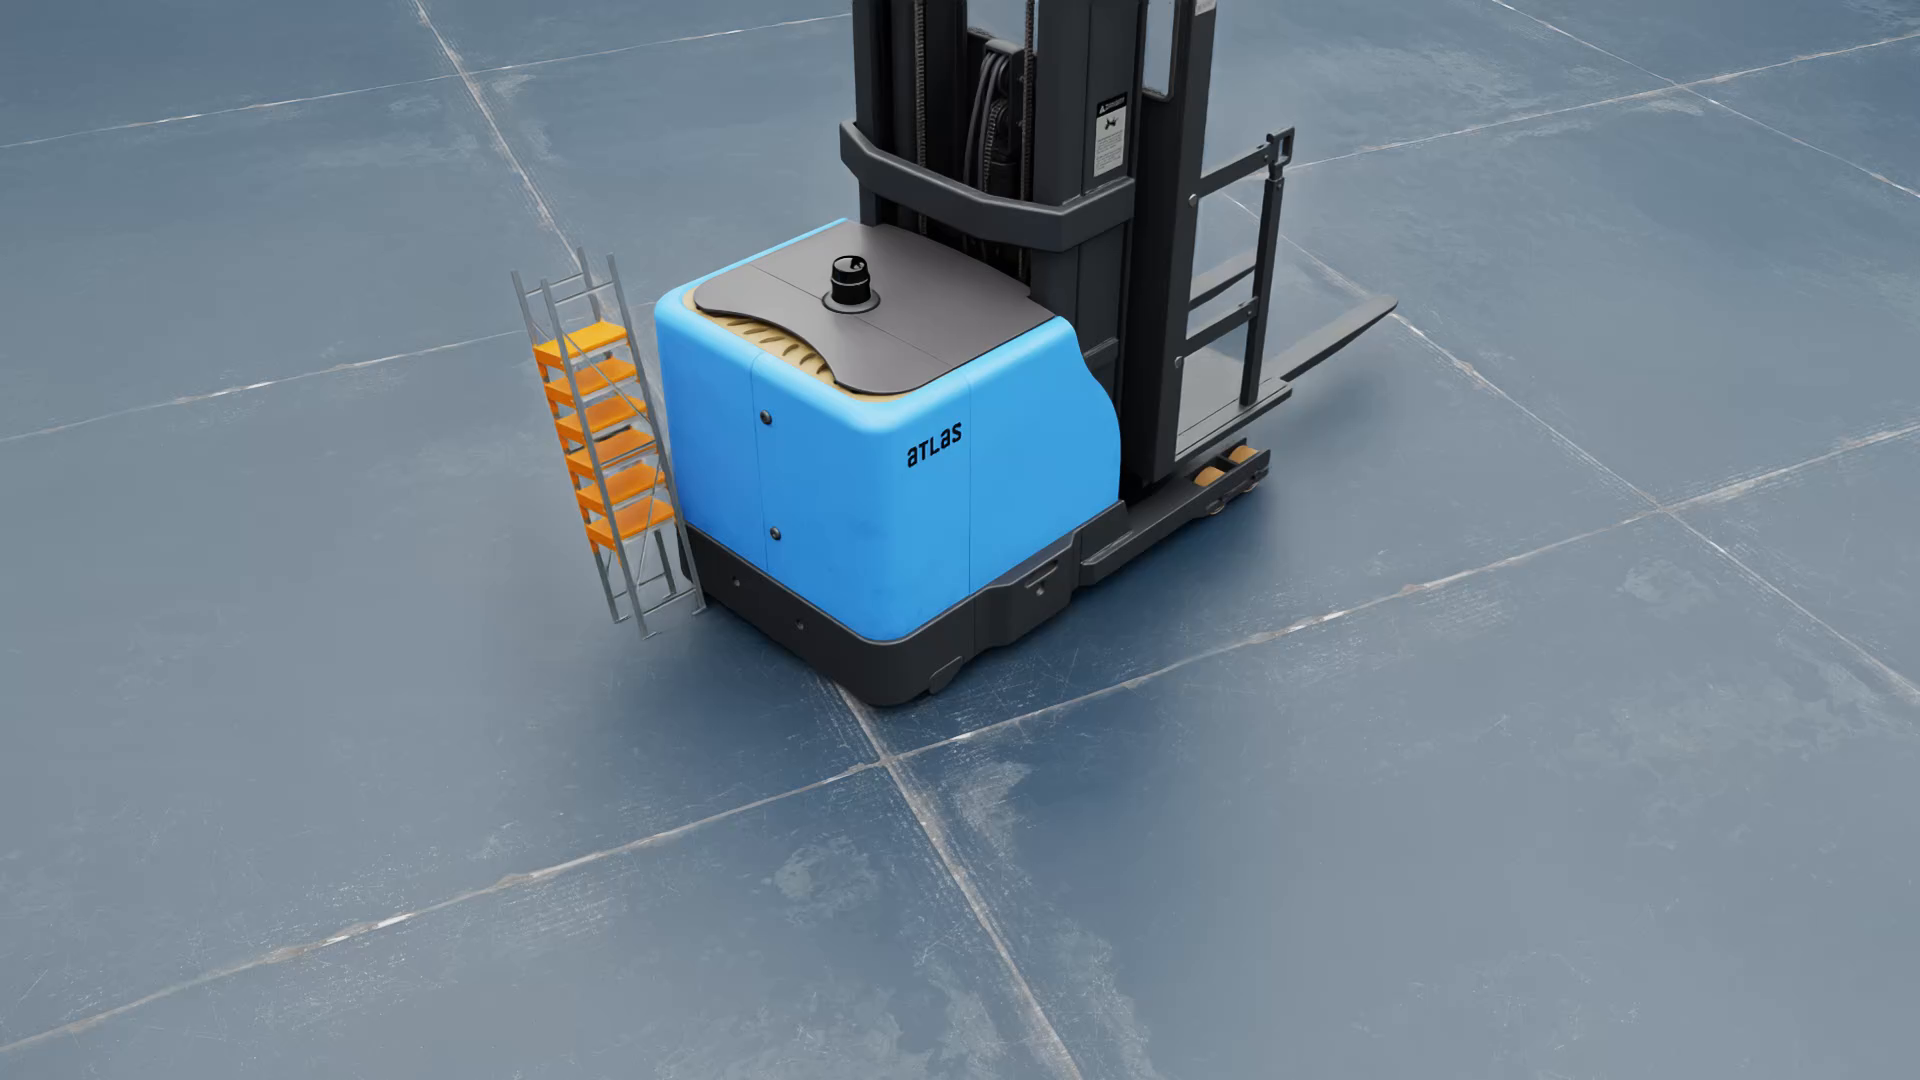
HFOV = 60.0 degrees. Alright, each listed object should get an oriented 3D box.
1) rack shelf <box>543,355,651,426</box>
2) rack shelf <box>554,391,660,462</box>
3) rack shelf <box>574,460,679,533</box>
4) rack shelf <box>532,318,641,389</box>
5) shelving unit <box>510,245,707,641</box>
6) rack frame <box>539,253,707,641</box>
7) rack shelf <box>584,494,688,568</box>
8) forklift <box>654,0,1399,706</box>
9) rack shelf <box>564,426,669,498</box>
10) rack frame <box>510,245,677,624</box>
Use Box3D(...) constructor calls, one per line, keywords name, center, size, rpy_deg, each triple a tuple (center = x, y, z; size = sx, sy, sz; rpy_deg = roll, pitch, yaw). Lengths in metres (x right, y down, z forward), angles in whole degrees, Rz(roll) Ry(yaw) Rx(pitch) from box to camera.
Box3D(name="rack shelf", center=(-1.096, -0.454, 5.023), size=(0.258, 0.103, 0.180), rpy_deg=(-28, 32, -32))
Box3D(name="rack shelf", center=(-1.077, -0.349, 5.076), size=(0.258, 0.103, 0.180), rpy_deg=(-28, 32, -32))
Box3D(name="rack shelf", center=(-1.039, -0.137, 5.183), size=(0.258, 0.103, 0.180), rpy_deg=(-28, 32, -32))
Box3D(name="rack shelf", center=(-1.115, -0.560, 4.969), size=(0.258, 0.103, 0.180), rpy_deg=(-28, 32, -32))
Box3D(name="shelving unit", center=(-1.065, -0.282, 5.110), size=(0.258, 1.200, 0.189), rpy_deg=(-28, 32, -32))
Box3D(name="rack frame", center=(-1.006, -0.259, 5.044), size=(0.240, 1.200, 0.006), rpy_deg=(-28, 32, -32))
Box3D(name="rack shelf", center=(-1.020, -0.032, 5.237), size=(0.258, 0.103, 0.180), rpy_deg=(-28, 32, -32))
Box3D(name="forklift", center=(0.466, -1.460, 5.258), size=(1.130, 2.935, 3.031), rpy_deg=(30, 46, 34))
Box3D(name="rack shelf", center=(-1.058, -0.243, 5.130), size=(0.258, 0.103, 0.180), rpy_deg=(-28, 32, -32))
Box3D(name="rack frame", center=(-1.124, -0.305, 5.176), size=(0.240, 1.200, 0.006), rpy_deg=(-28, 32, -32))
